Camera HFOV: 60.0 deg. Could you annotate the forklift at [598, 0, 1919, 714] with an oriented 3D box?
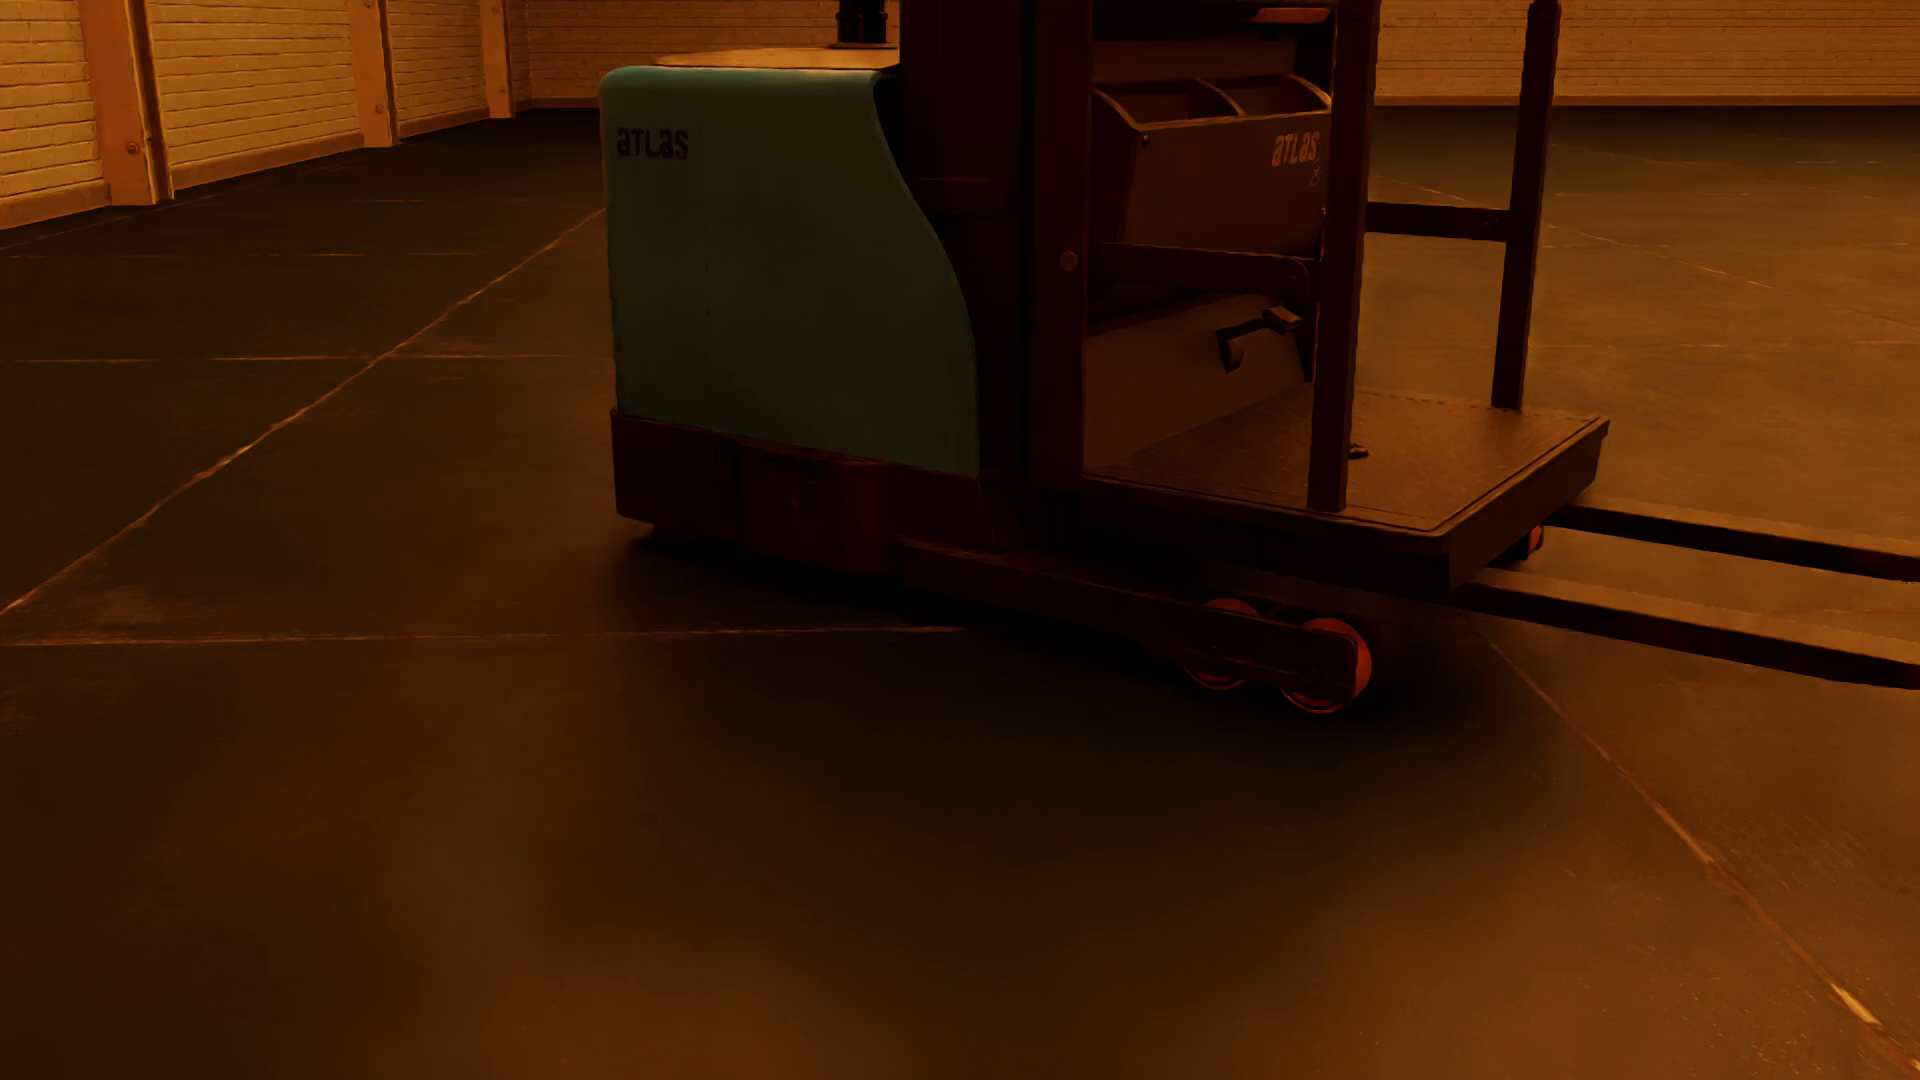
[{"bbox_3d":[0.694,-1.273,3.068,3.031,2.935,1.130,12,20,33],"label":"forklift"}]
